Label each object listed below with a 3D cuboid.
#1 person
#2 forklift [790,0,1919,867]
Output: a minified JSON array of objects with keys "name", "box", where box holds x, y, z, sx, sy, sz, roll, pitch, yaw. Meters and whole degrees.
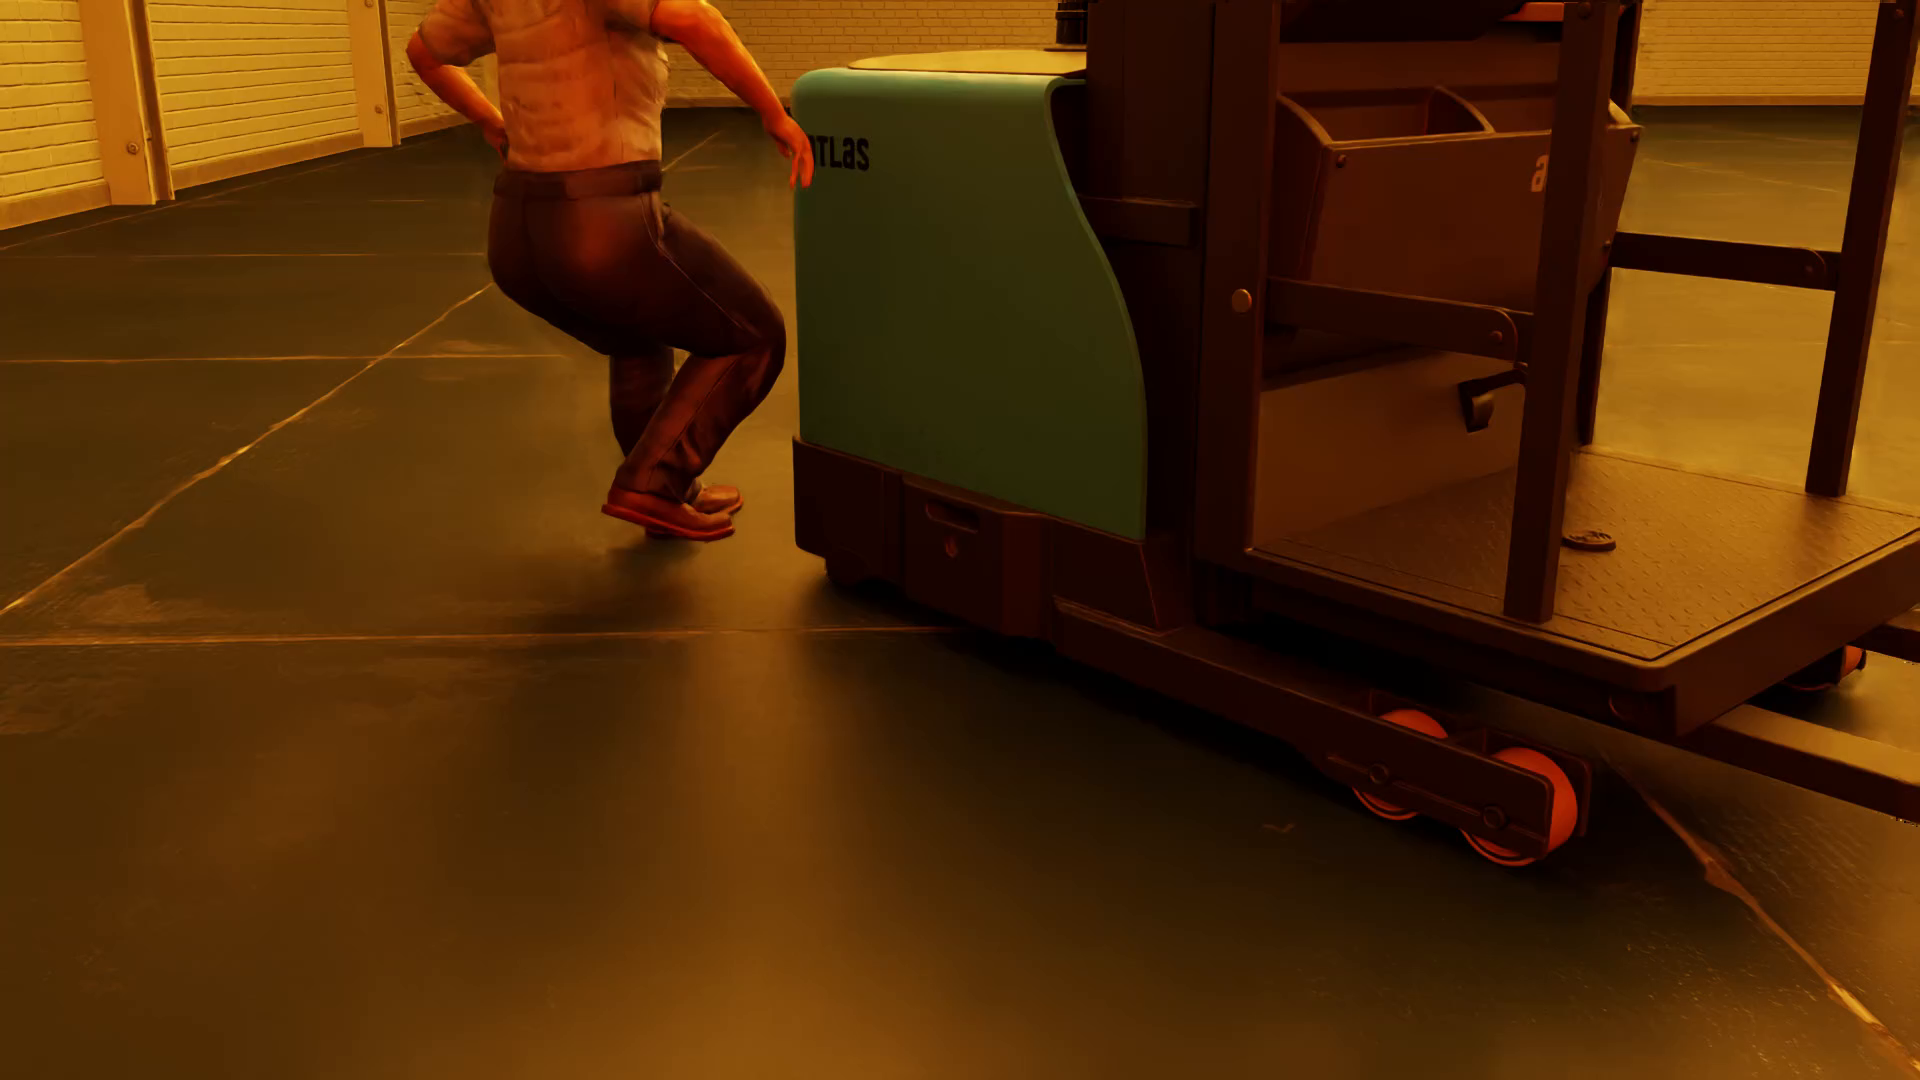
[{"name":"person","box":[-0.650,-0.689,3.539,0.957,1.532,0.725,15,23,41]},{"name":"forklift","box":[0.989,-1.101,2.507,1.130,2.935,3.031,-14,22,-39]}]
